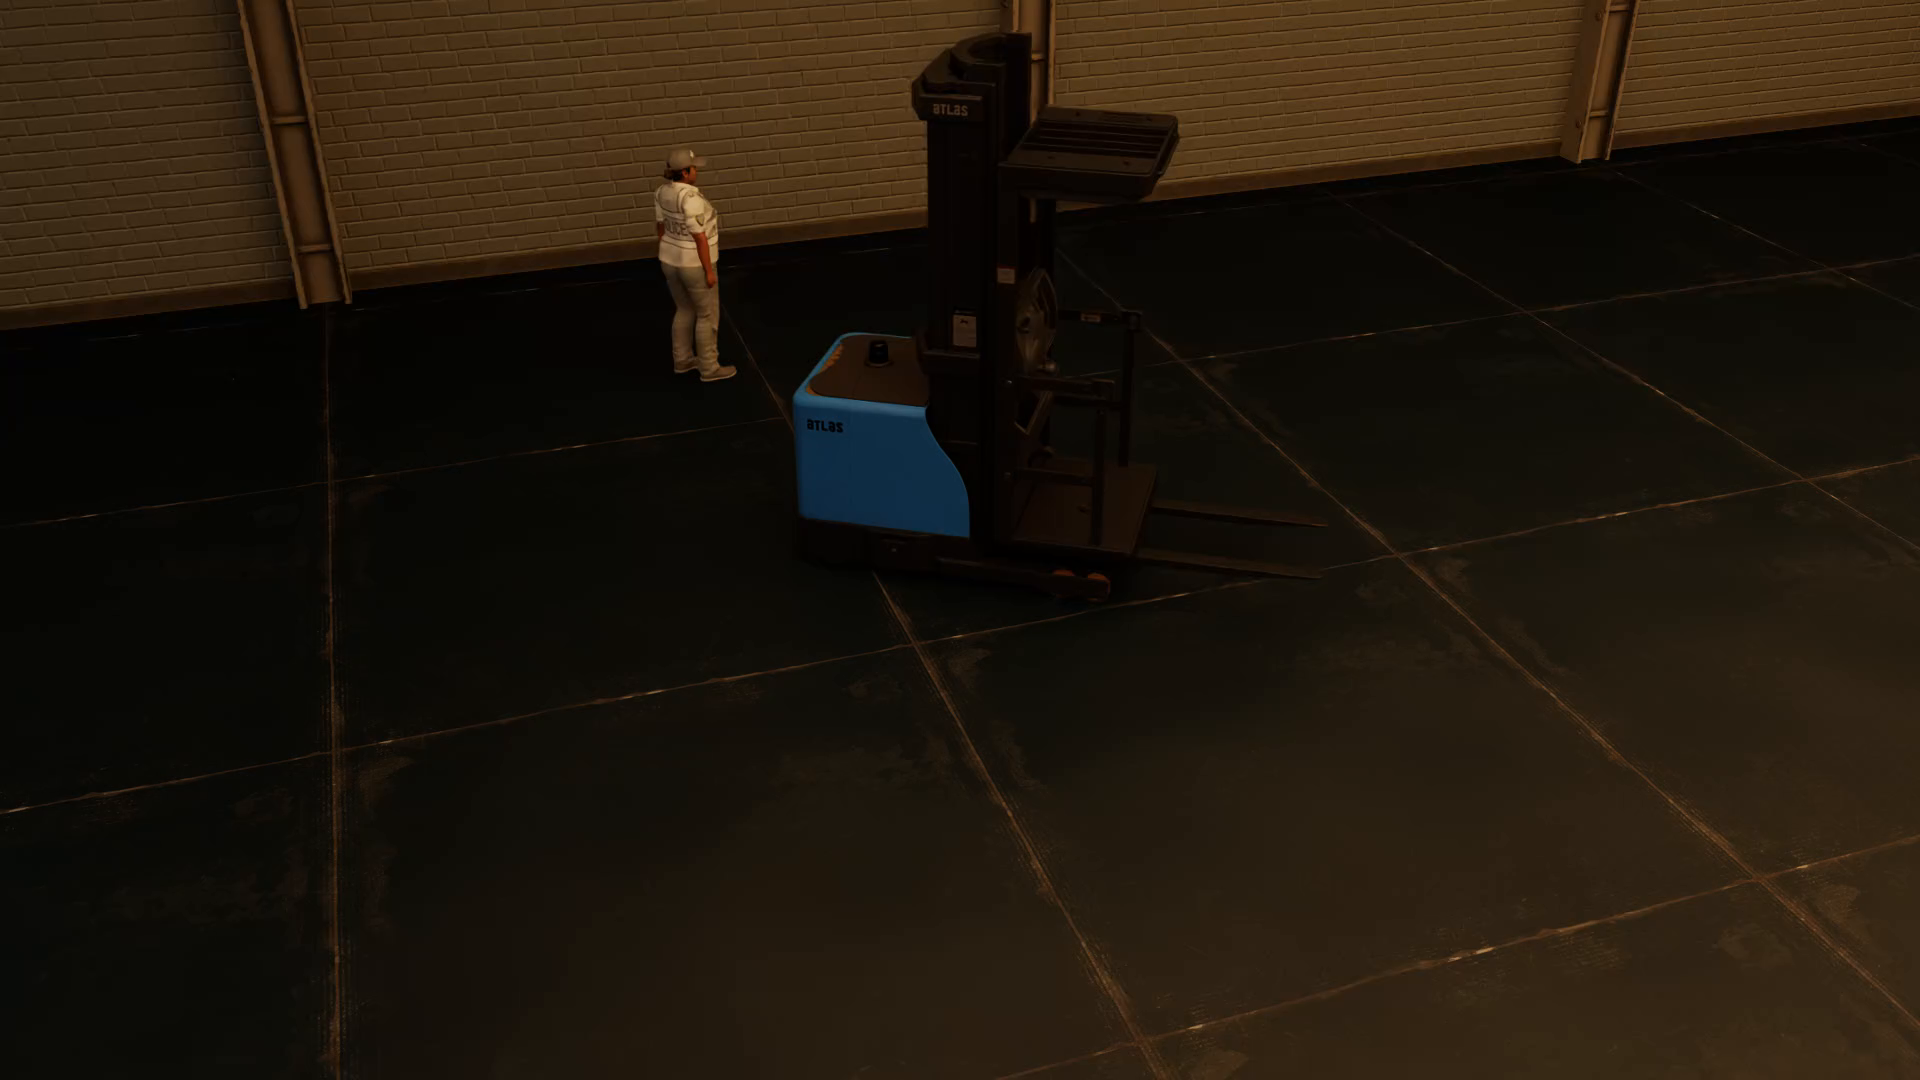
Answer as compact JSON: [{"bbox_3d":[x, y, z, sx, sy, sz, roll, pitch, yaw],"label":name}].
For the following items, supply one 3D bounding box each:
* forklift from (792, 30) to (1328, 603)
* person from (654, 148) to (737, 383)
[{"bbox_3d":[0.614,-1.206,9.183,3.031,2.935,1.130,7,31,12],"label":"forklift"},{"bbox_3d":[-1.896,-1.942,11.738,0.499,1.668,0.389,25,38,36],"label":"person"}]
